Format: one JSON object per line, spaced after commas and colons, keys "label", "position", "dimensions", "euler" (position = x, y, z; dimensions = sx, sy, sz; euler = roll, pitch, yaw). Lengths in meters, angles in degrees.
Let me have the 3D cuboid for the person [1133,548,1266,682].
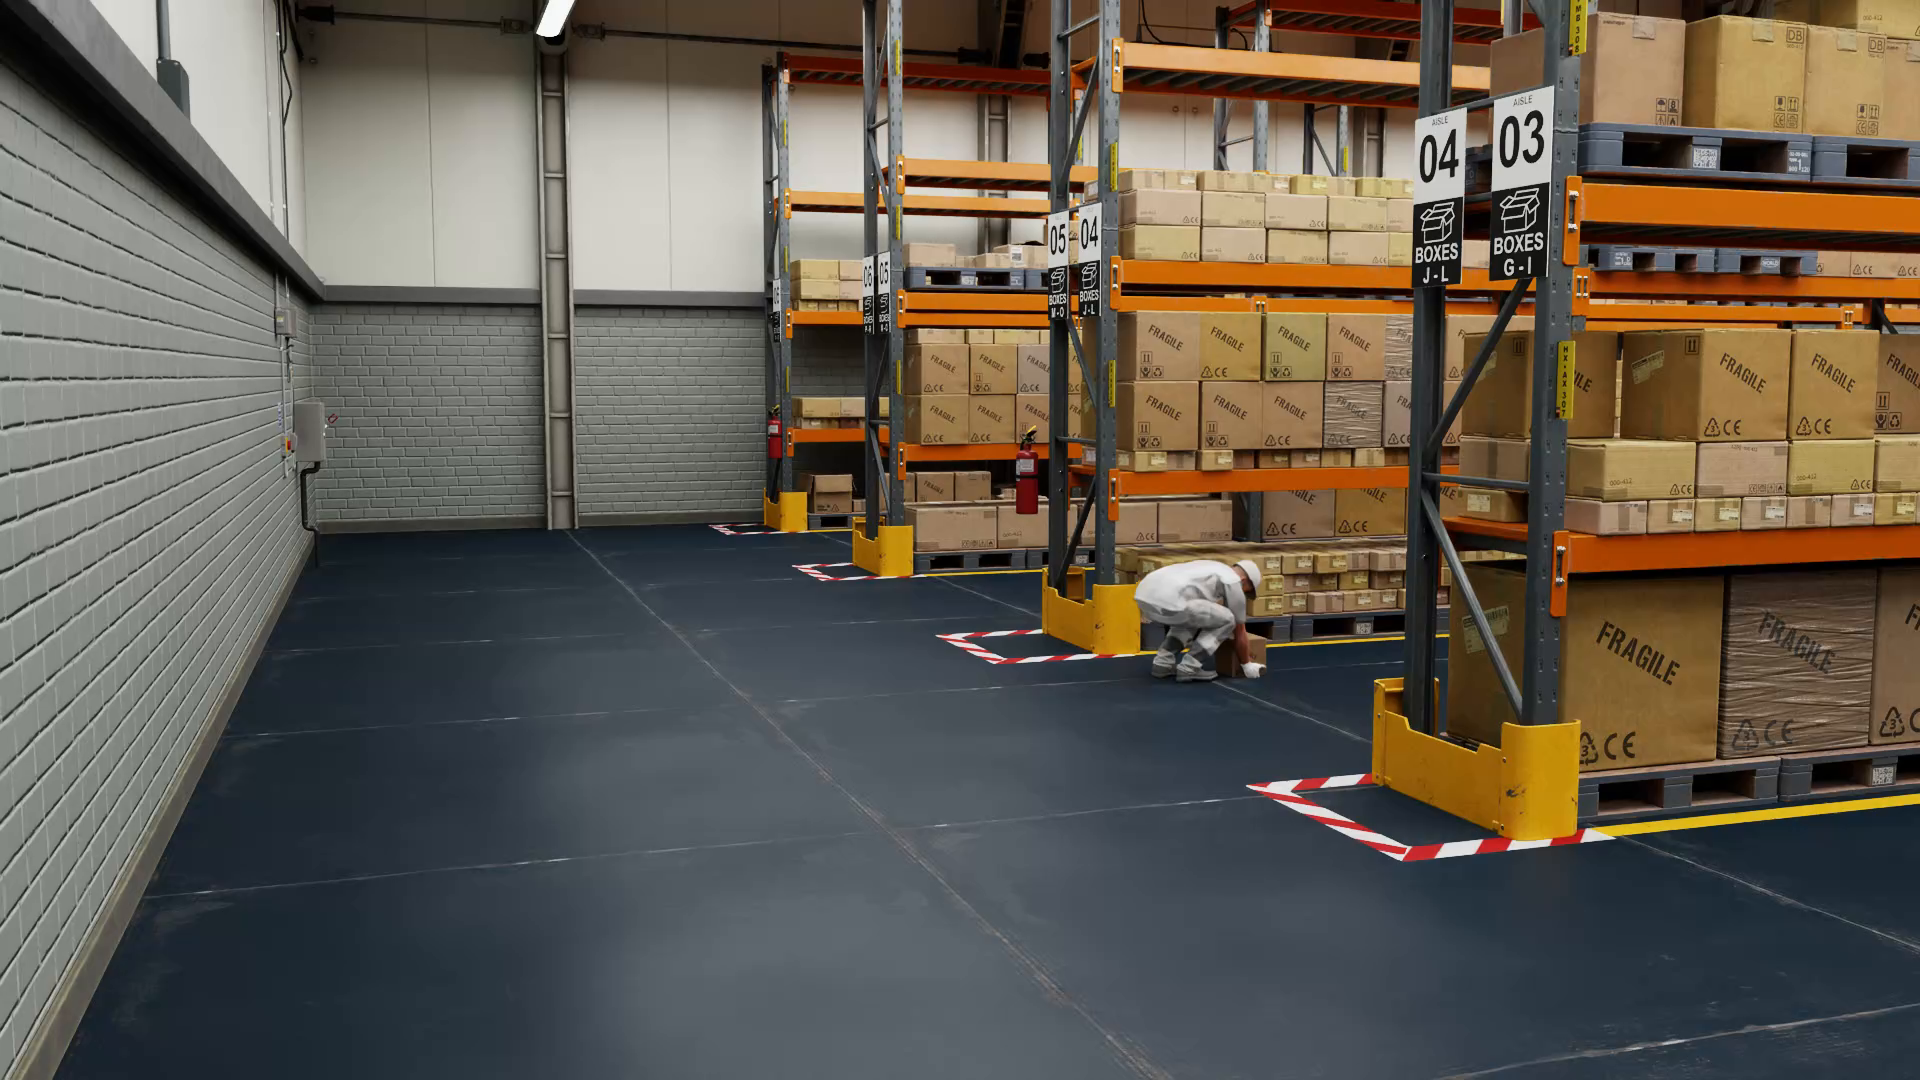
{"label": "person", "position": [1.595, 0.485, 11.009], "dimensions": [0.962, 0.894, 0.530], "euler": [-3, 6, -28]}
